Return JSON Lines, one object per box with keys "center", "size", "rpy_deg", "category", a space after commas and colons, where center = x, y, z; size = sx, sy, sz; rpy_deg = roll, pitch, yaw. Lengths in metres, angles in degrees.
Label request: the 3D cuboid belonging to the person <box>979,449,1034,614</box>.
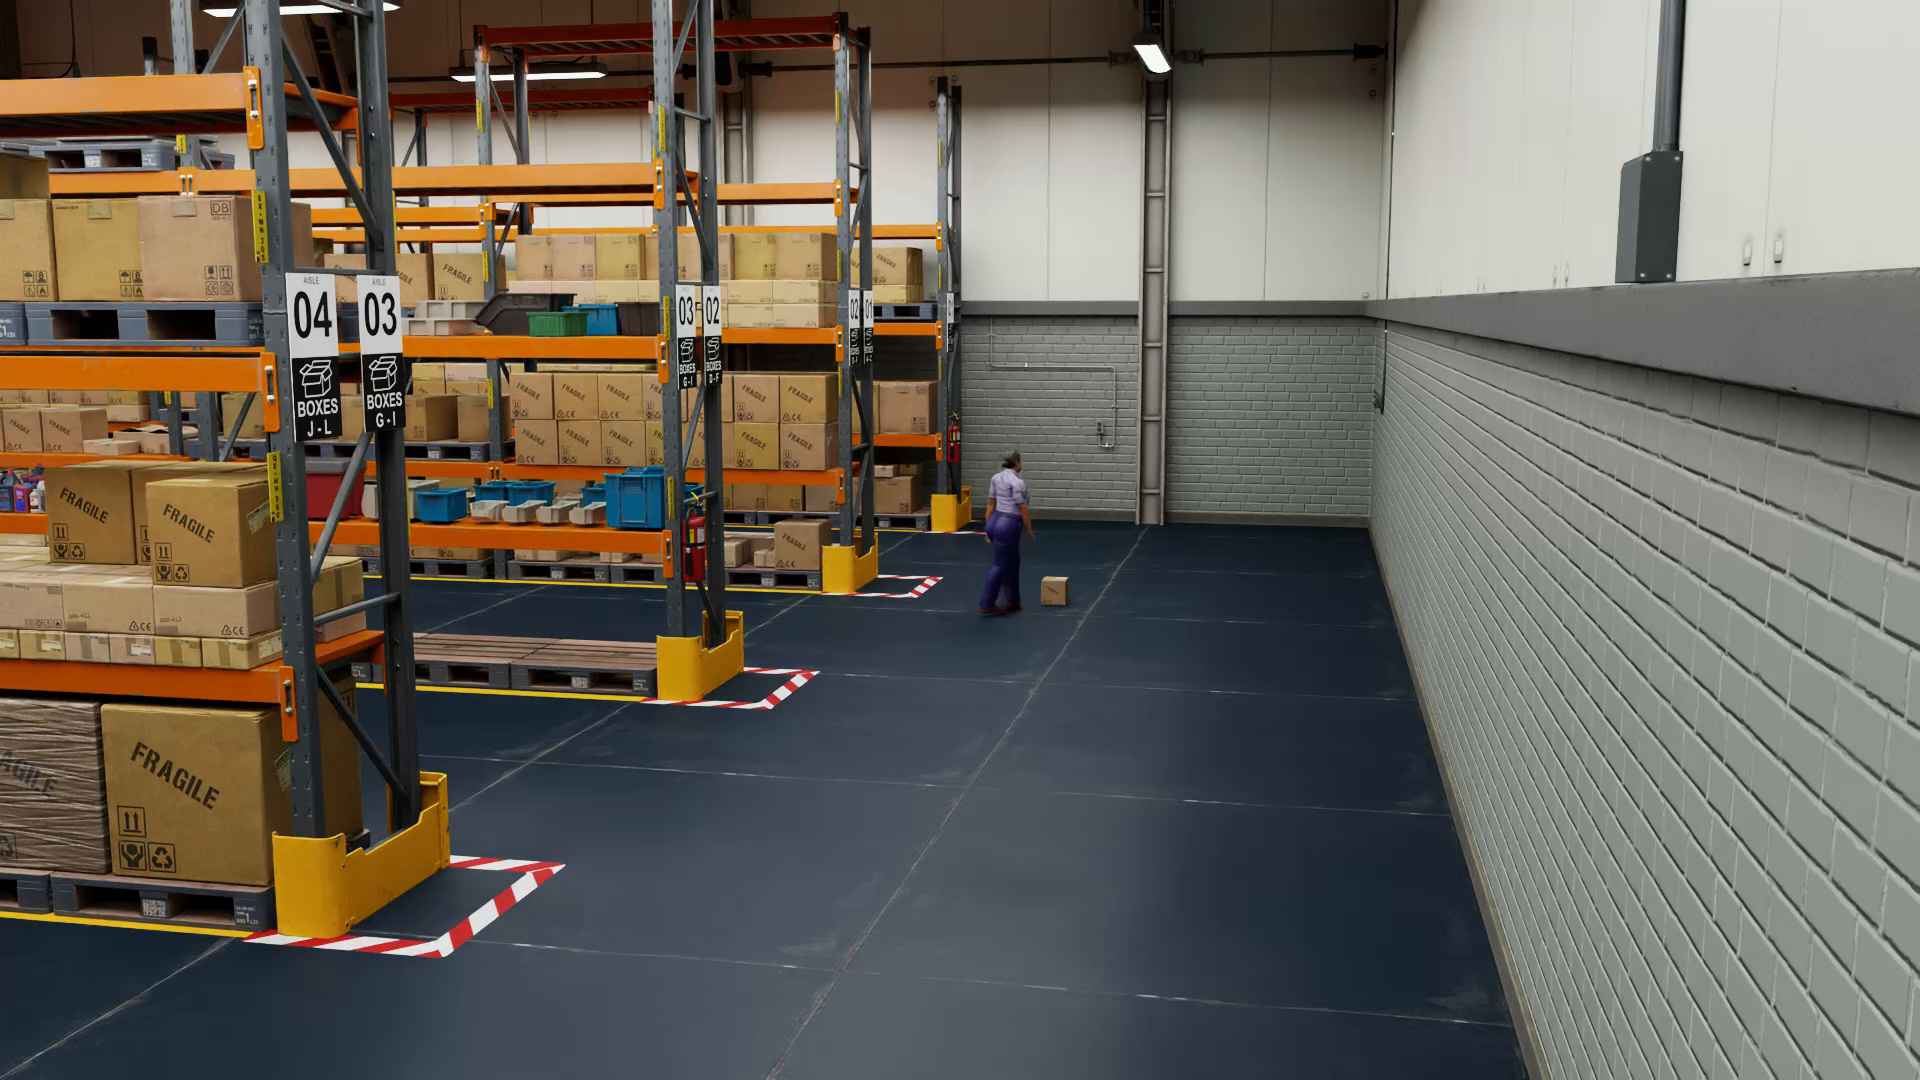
{"center": [0.456, -0.053, 16.445], "size": [0.635, 1.695, 0.487], "rpy_deg": [-4, 9, -27], "category": "person"}
